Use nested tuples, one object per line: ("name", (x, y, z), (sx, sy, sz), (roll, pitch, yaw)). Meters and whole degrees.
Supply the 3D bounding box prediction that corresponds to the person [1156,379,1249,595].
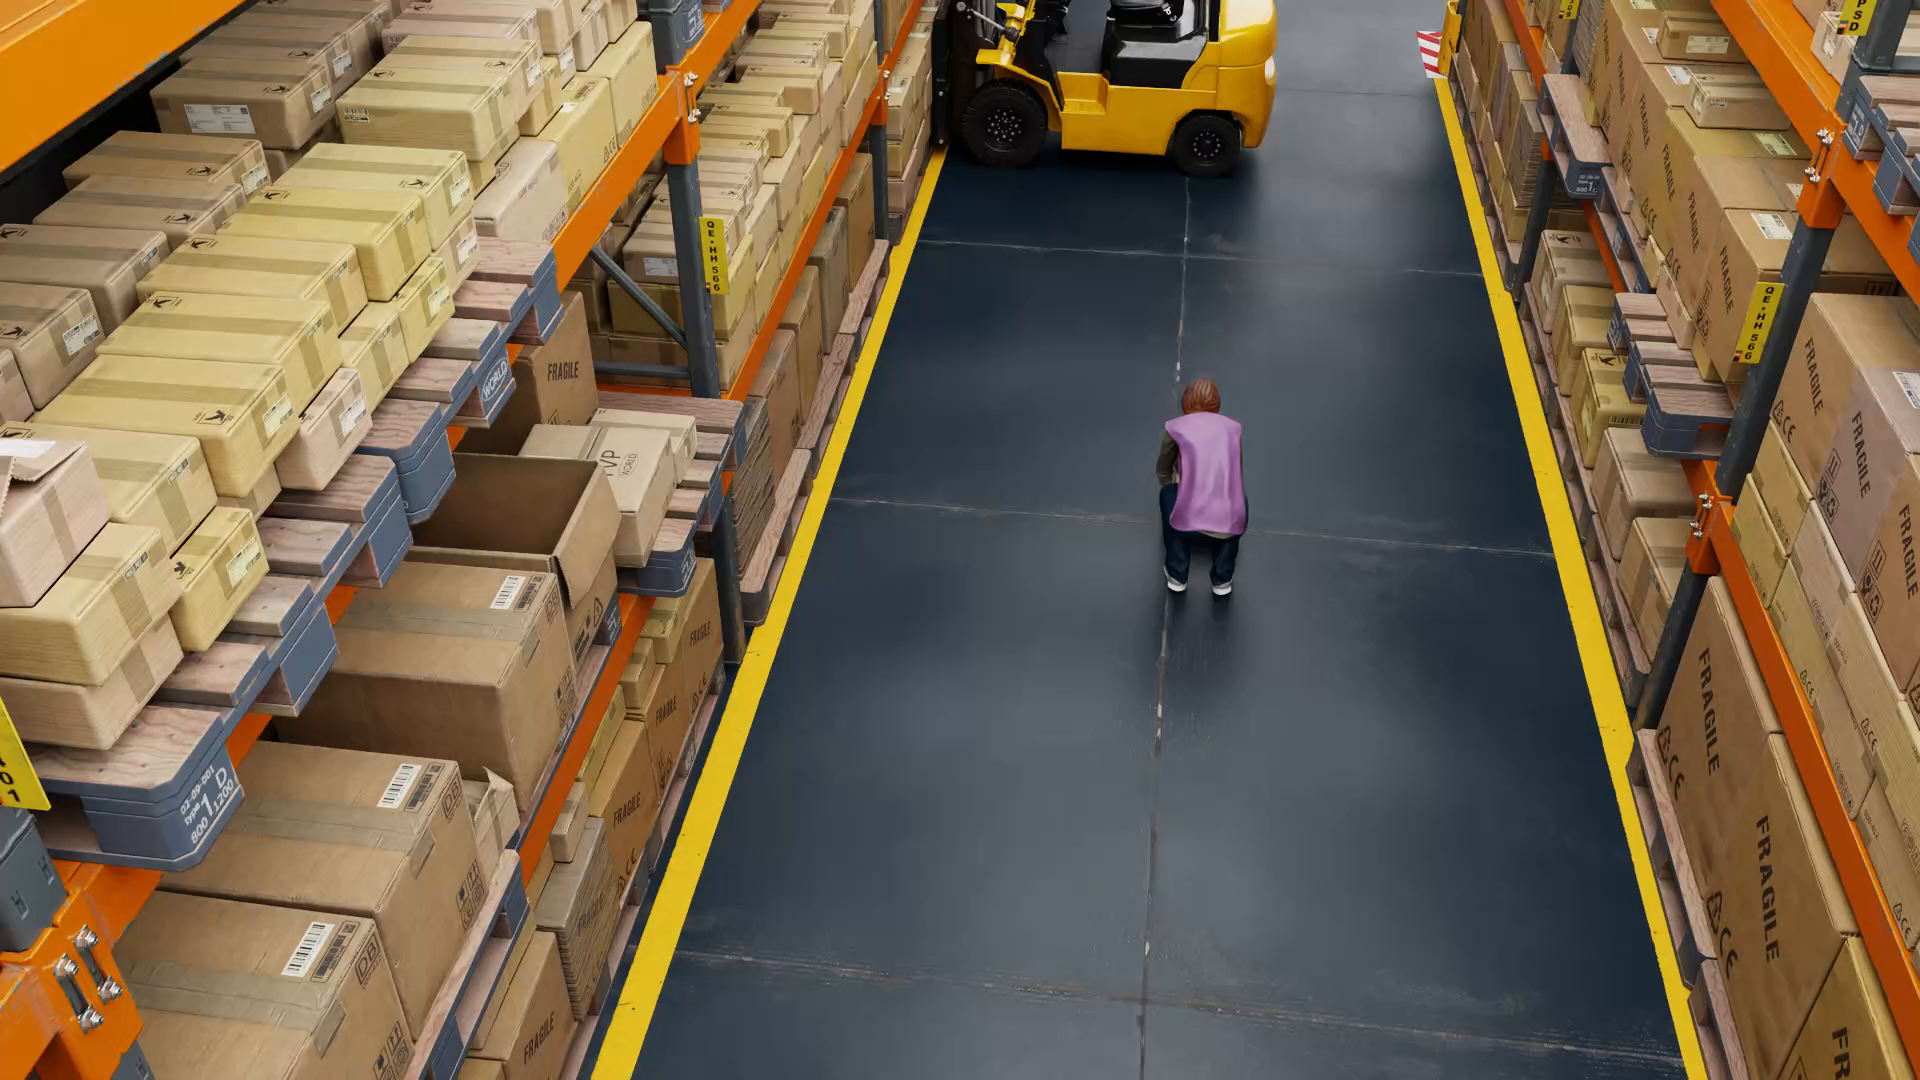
("person", (1.156, -0.219, 7.944), (0.449, 0.878, 0.797), (4, 37, 6))
